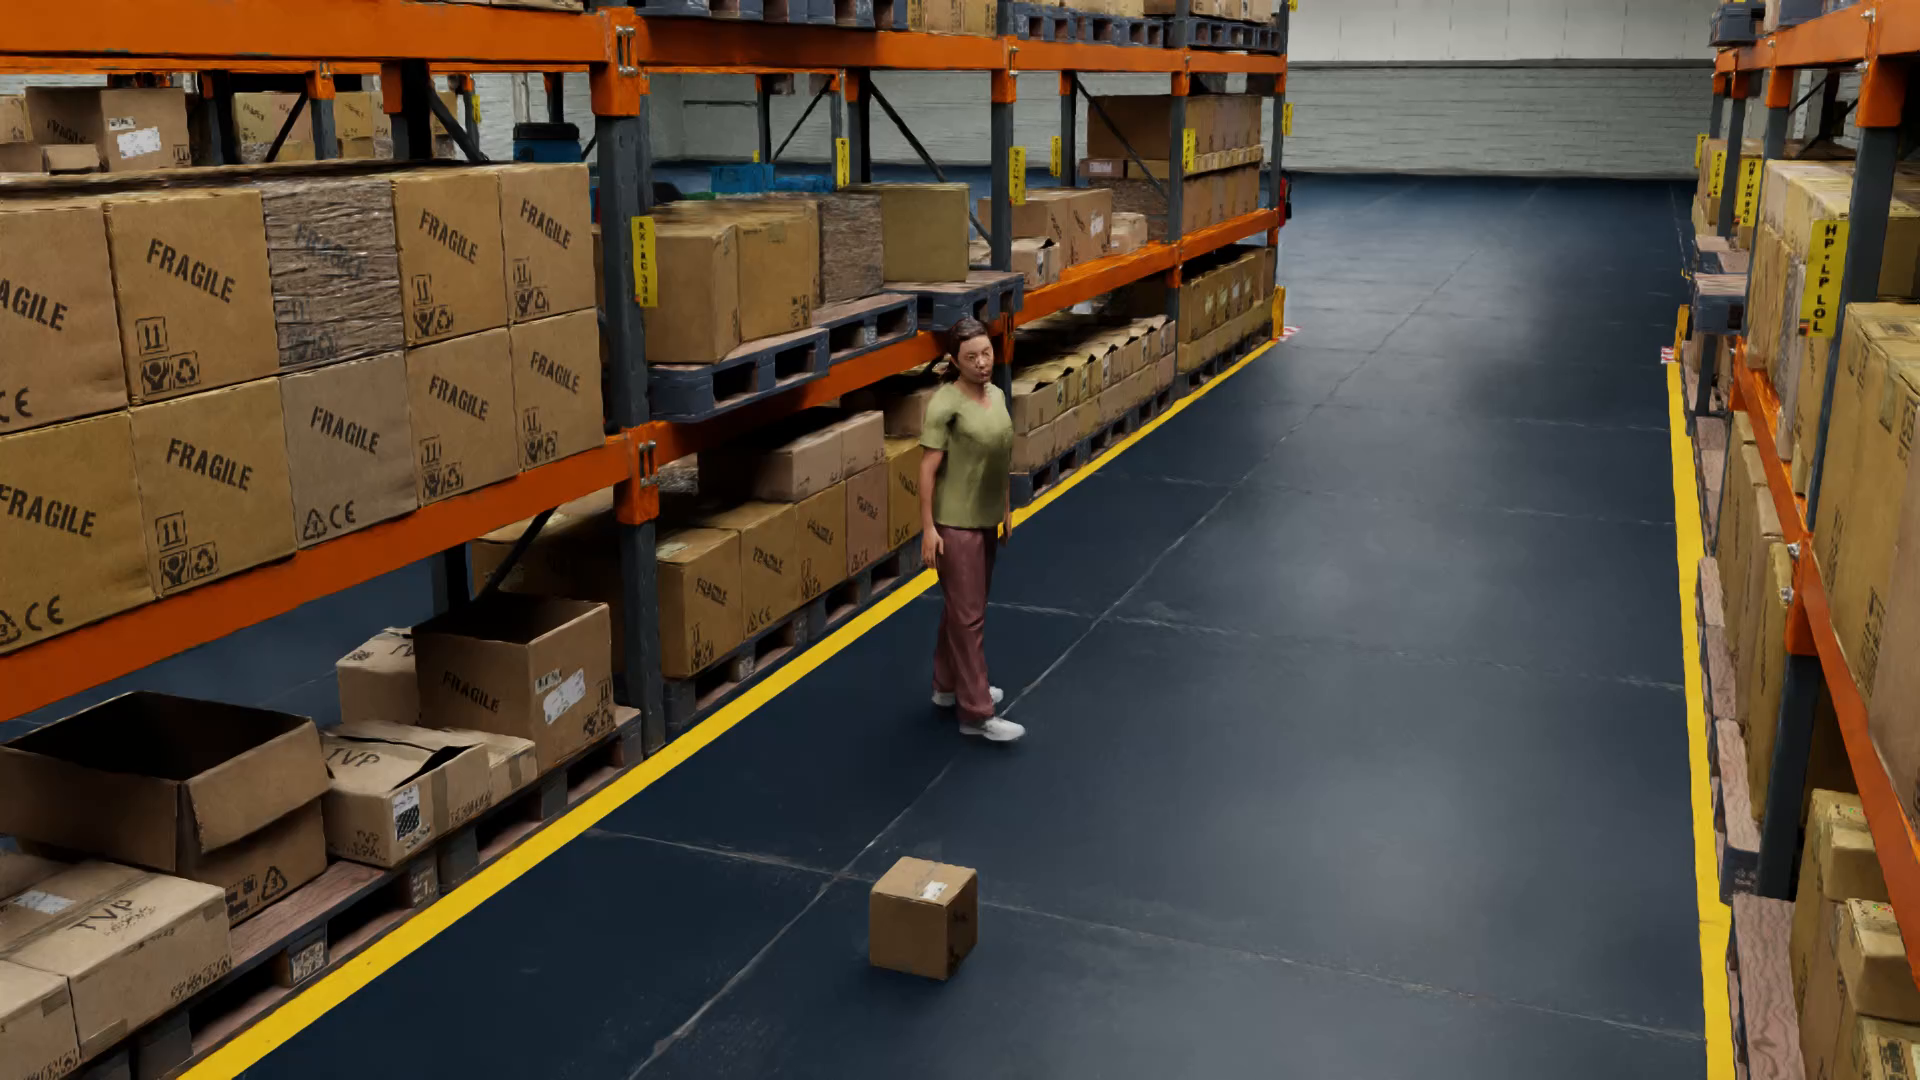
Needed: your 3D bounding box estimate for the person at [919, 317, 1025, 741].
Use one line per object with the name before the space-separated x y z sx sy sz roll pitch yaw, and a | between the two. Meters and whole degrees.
person | 0.068 -0.050 6.623 0.578 1.666 0.562 10 18 32
